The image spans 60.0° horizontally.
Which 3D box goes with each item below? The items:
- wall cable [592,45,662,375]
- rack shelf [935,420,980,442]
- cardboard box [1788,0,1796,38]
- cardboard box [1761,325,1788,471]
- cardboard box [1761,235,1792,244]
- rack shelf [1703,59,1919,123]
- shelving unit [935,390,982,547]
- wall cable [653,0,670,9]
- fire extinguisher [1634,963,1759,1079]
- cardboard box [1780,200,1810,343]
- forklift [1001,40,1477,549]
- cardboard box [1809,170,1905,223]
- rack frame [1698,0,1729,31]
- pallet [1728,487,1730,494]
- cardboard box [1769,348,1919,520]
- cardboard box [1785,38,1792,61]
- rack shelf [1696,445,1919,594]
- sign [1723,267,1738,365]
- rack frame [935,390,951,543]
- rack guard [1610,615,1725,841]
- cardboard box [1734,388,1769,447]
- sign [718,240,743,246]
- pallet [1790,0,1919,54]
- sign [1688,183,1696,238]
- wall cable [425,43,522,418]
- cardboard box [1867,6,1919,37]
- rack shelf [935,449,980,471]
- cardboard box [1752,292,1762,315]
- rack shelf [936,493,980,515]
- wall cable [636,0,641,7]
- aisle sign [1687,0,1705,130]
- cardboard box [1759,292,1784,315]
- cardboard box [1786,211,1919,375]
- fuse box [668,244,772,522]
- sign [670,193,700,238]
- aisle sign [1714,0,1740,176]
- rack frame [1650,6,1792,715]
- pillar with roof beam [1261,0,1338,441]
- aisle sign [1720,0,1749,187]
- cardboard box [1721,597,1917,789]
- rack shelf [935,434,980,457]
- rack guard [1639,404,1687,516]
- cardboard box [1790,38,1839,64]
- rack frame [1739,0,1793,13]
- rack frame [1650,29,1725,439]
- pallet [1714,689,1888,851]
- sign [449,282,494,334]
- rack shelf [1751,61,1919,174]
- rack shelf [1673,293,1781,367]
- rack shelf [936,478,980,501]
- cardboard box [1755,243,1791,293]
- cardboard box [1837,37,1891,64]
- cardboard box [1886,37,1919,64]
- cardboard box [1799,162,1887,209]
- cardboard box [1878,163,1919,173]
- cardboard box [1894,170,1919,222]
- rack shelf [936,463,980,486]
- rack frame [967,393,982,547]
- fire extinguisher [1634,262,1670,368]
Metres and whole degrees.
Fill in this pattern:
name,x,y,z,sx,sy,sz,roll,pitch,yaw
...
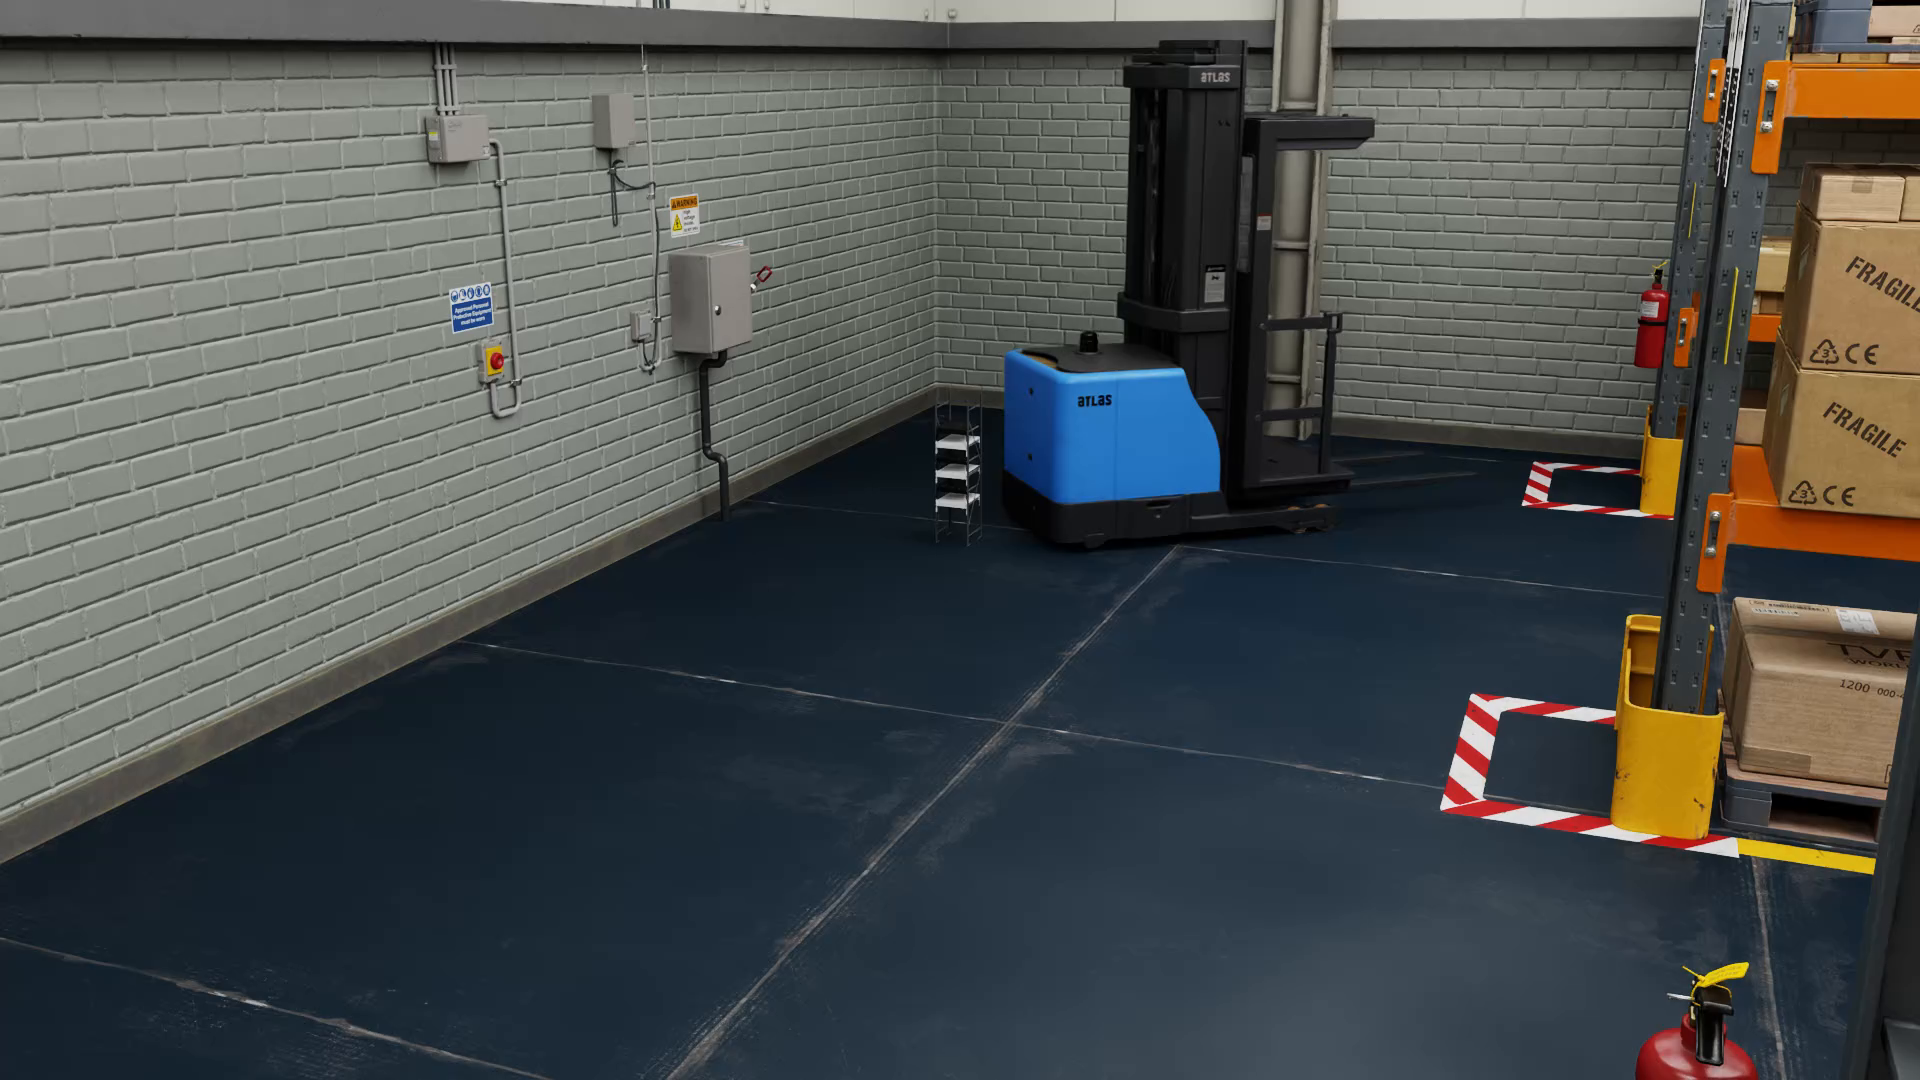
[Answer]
name,x,y,z,sx,sy,sz,roll,pitch,yaw
wall cable,-1.856,-1.896,9.502,0.122,1.984,0.588,6,17,21
rack shelf,-0.008,-0.660,9.985,0.200,0.077,0.258,6,17,21
cardboard box,5.019,-3.151,10.003,0.500,0.250,0.500,6,17,20
cardboard box,3.434,-0.536,6.459,0.500,0.500,0.500,6,17,21
cardboard box,5.232,-1.849,10.896,0.500,0.250,0.500,7,18,22
rack shelf,6.567,-2.646,9.819,4.000,0.370,1.077,6,17,21
shelving unit,-0.008,-0.433,10.051,0.210,0.900,0.258,6,17,21
wall cable,-1.171,-4.789,10.464,0.133,3.039,2.988,6,17,21
fire extinguisher,1.101,0.897,2.512,0.183,0.674,0.296,6,17,21
cardboard box,3.424,-1.009,6.296,0.500,0.500,0.500,7,18,22
forklift,1.842,-1.581,10.362,3.031,2.935,1.130,-5,17,-18
cardboard box,3.117,-1.200,5.790,0.250,0.149,0.380,7,17,22
rack frame,4.706,-4.637,10.005,0.127,3.000,1.000,6,17,21
pallet,5.519,-0.328,10.924,1.213,0.211,1.003,6,17,21
cardboard box,3.230,-0.393,5.967,0.500,0.500,0.500,6,17,20
cardboard box,4.918,-2.983,10.139,0.250,0.149,0.380,7,17,22
rack shelf,4.749,0.082,5.802,4.000,0.370,1.077,6,17,21
sign,2.679,-0.779,5.781,0.005,0.325,0.100,6,17,21
rack frame,-0.102,-0.443,10.087,0.006,0.900,0.240,6,17,21
rack guard,2.866,0.730,6.763,0.348,0.500,1.175,6,17,21
cardboard box,5.241,-0.672,10.831,0.637,0.503,0.797,6,17,18
sign,-1.470,-1.672,10.725,0.001,0.494,0.329,6,17,21
pallet,3.583,-1.793,5.748,1.213,0.211,1.003,6,17,21
sign,4.507,-2.031,10.236,0.005,0.325,0.100,6,17,21
wall cable,-2.365,-1.542,8.226,0.123,1.953,0.585,6,17,21
cardboard box,5.499,-3.104,9.842,0.500,0.250,0.500,7,17,22
rack shelf,-0.008,-0.487,10.035,0.200,0.077,0.258,6,17,21
cardboard box,4.911,-1.530,10.516,0.250,0.149,0.380,6,17,20
rack shelf,-0.008,-0.228,10.111,0.200,0.077,0.258,6,17,21
wall cable,-2.228,-4.053,7.993,0.029,3.000,2.355,6,17,21
aisle sign,4.535,-2.935,10.241,0.004,0.787,0.394,6,17,21
cardboard box,5.165,-1.516,10.468,0.250,0.149,0.380,7,18,22
cardboard box,3.231,-0.873,5.829,0.500,0.500,0.500,6,17,19
fuse box,-1.459,-0.950,10.377,0.414,1.711,0.539,6,17,21
sign,-1.672,-1.972,10.106,0.001,0.242,0.339,6,17,21
aisle sign,2.935,-1.804,6.346,0.004,0.787,0.394,6,17,21
rack frame,2.889,-0.468,6.406,0.127,3.000,1.000,6,17,21
pillar with roof beam,0.949,-4.030,7.915,0.400,9.000,9.100,6,17,21
aisle sign,2.715,-1.649,5.810,0.004,0.787,0.394,6,17,21
cardboard box,3.539,0.602,6.562,0.875,0.438,0.875,6,17,19
rack shelf,-0.008,-0.574,10.010,0.200,0.077,0.258,6,17,21
rack guard,4.777,-0.548,11.164,0.348,0.500,1.175,6,17,21
cardboard box,5.171,-2.963,10.070,0.250,0.149,0.380,7,17,22
rack frame,2.889,-3.349,5.570,0.127,3.000,1.000,6,17,21
rack frame,4.706,-1.756,10.842,0.127,3.000,1.000,6,17,21
pallet,3.661,0.933,6.583,1.213,0.211,1.003,6,17,21
sign,-2.440,-1.162,8.313,0.001,0.218,0.327,6,17,21
rack shelf,4.749,-1.359,5.384,4.000,0.370,1.077,6,17,21
rack shelf,6.567,-1.206,10.237,4.000,0.370,1.077,6,17,21
rack shelf,-0.008,-0.315,10.085,0.200,0.077,0.258,6,17,21
cardboard box,5.030,-1.710,10.421,0.500,0.250,0.500,6,17,21
cardboard box,5.403,-2.932,9.964,0.250,0.149,0.380,6,17,21
cardboard box,5.598,-2.880,9.784,0.250,0.149,0.380,7,17,22
cardboard box,3.296,-1.323,6.215,0.250,0.149,0.380,7,17,21
cardboard box,3.541,-1.303,6.147,0.250,0.149,0.380,7,17,22
cardboard box,3.387,-1.191,5.761,0.250,0.149,0.380,7,17,22
rack shelf,-0.008,-0.401,10.060,0.200,0.077,0.258,6,17,21
rack frame,0.087,-0.423,10.015,0.006,0.900,0.240,6,17,21
fire extinguisher,4.400,-1.435,10.544,0.183,0.674,0.296,6,17,21
